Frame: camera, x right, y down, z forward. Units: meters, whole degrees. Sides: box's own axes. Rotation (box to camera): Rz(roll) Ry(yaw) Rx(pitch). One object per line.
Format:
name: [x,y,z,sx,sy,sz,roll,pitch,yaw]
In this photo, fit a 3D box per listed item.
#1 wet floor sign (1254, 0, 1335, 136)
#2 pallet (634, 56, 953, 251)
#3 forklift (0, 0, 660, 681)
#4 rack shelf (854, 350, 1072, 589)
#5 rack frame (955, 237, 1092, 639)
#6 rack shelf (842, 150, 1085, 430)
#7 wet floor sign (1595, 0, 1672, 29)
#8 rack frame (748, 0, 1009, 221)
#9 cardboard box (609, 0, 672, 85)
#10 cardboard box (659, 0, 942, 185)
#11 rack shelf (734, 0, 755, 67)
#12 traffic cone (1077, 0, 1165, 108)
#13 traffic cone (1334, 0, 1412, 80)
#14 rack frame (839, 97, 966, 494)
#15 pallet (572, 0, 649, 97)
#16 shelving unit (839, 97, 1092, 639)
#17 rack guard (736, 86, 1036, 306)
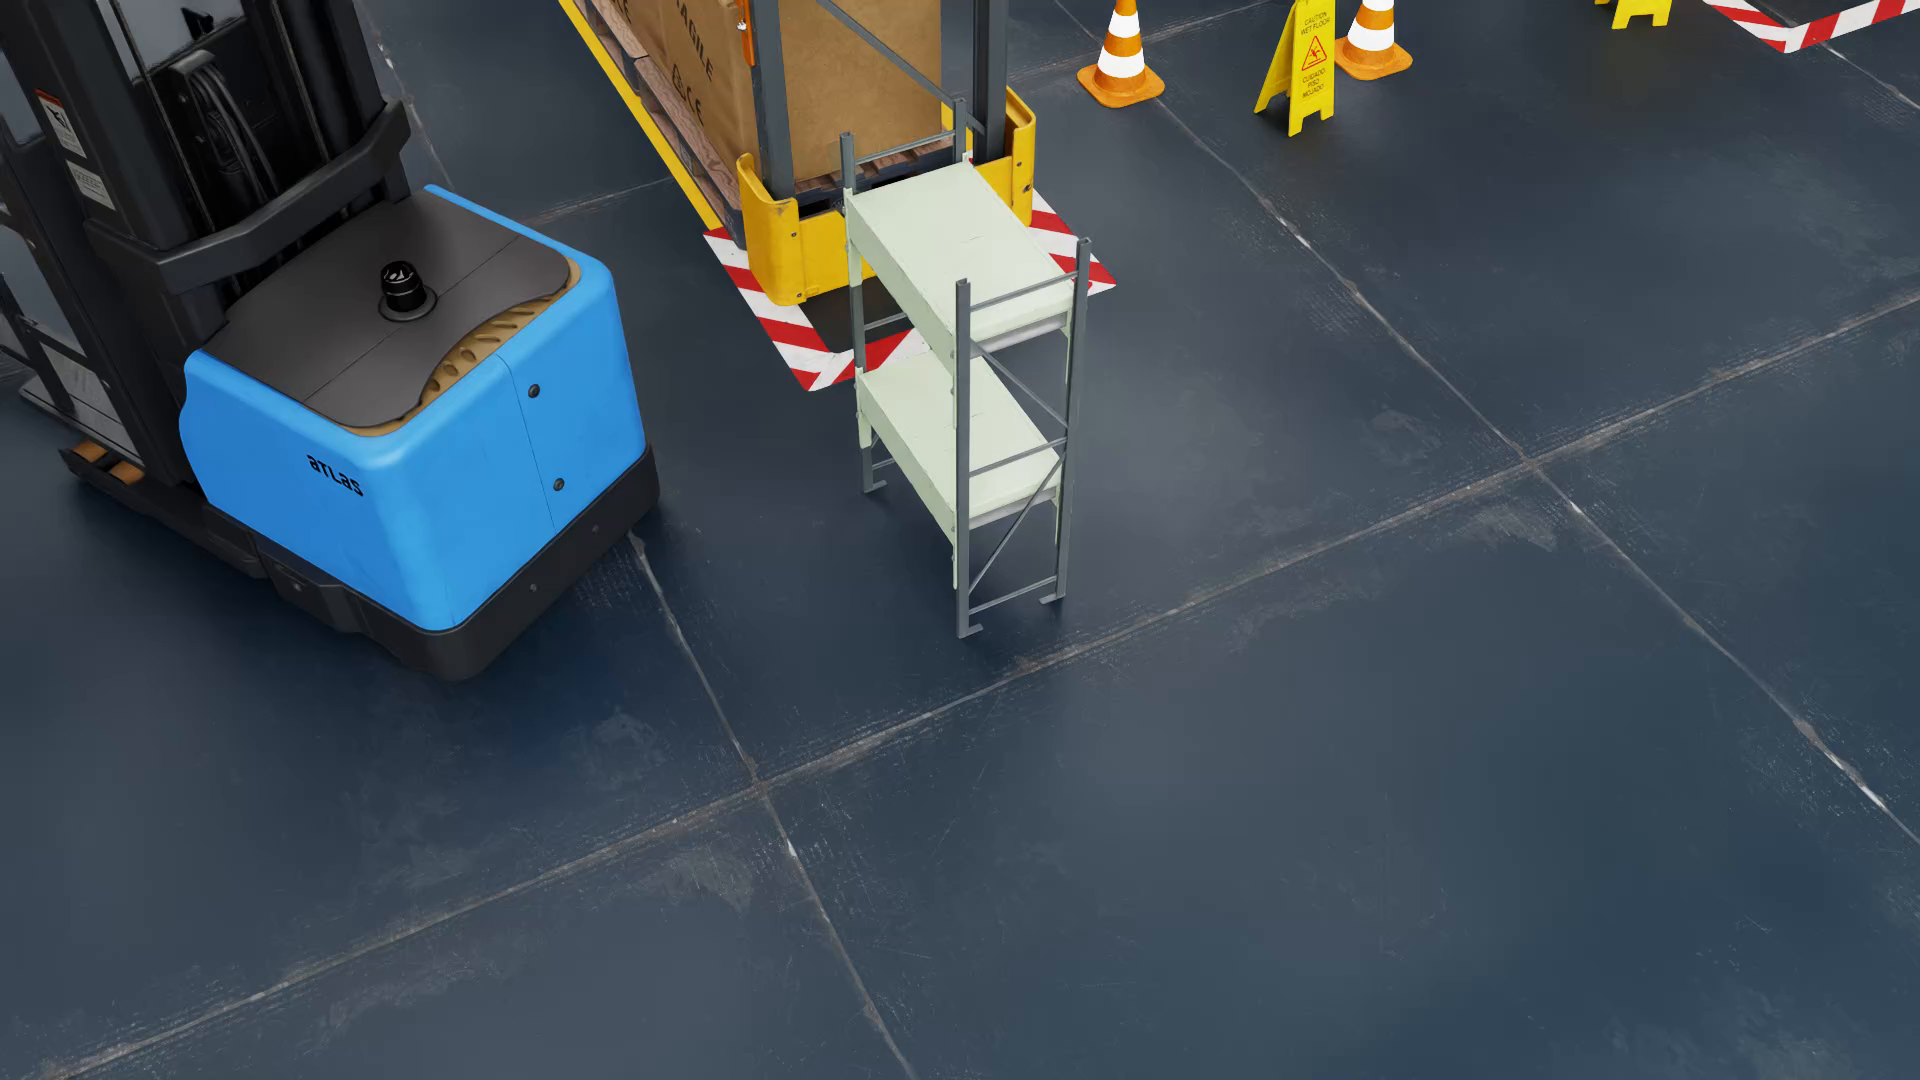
wet floor sign: [1.485,-2.111,7.168,0.267,0.644,0.232,-30,55,-23]
pallet: [-0.724,-1.814,7.196,1.003,0.211,1.213,-21,52,-18]
forklift: [-2.560,-1.390,5.018,3.031,2.935,1.130,26,54,21]
rack shelf: [0.003,-0.275,5.427,0.431,0.370,0.720,-21,52,-18]
rack frame: [0.171,-0.244,4.967,0.400,1.500,0.023,-21,52,-18]
rack shelf: [0.003,-0.746,4.888,0.431,0.370,0.720,-21,52,-18]
wet floor sign: [3.202,-2.725,7.705,0.267,0.644,0.232,-5,49,-5]
rack frame: [-0.289,-2.224,5.702,1.000,3.000,0.127,-21,52,-18]
cardboard box: [-1.062,-2.682,7.235,0.875,0.875,0.875,-22,52,-18]
cardboard box: [-0.658,-2.093,6.721,0.875,0.875,0.875,-21,52,-17]
rack shelf: [-1.204,-3.325,7.143,1.077,0.370,4.000,-21,52,-18]
traffic cone: [0.731,-2.233,7.396,0.336,0.463,0.334,-21,52,-18]
traffic cone: [1.891,-2.395,7.537,0.336,0.463,0.334,-21,52,-18]
rack frame: [-0.164,-0.734,5.396,0.400,1.500,0.023,-21,52,-18]
pallet: [-1.279,-2.629,7.909,1.003,0.211,1.213,-21,52,-18]
shelving unit: [0.003,-0.489,5.182,0.431,1.500,0.755,-21,52,-18]
rack guard: [-0.278,-1.385,6.629,1.175,0.500,0.348,-21,52,-18]
